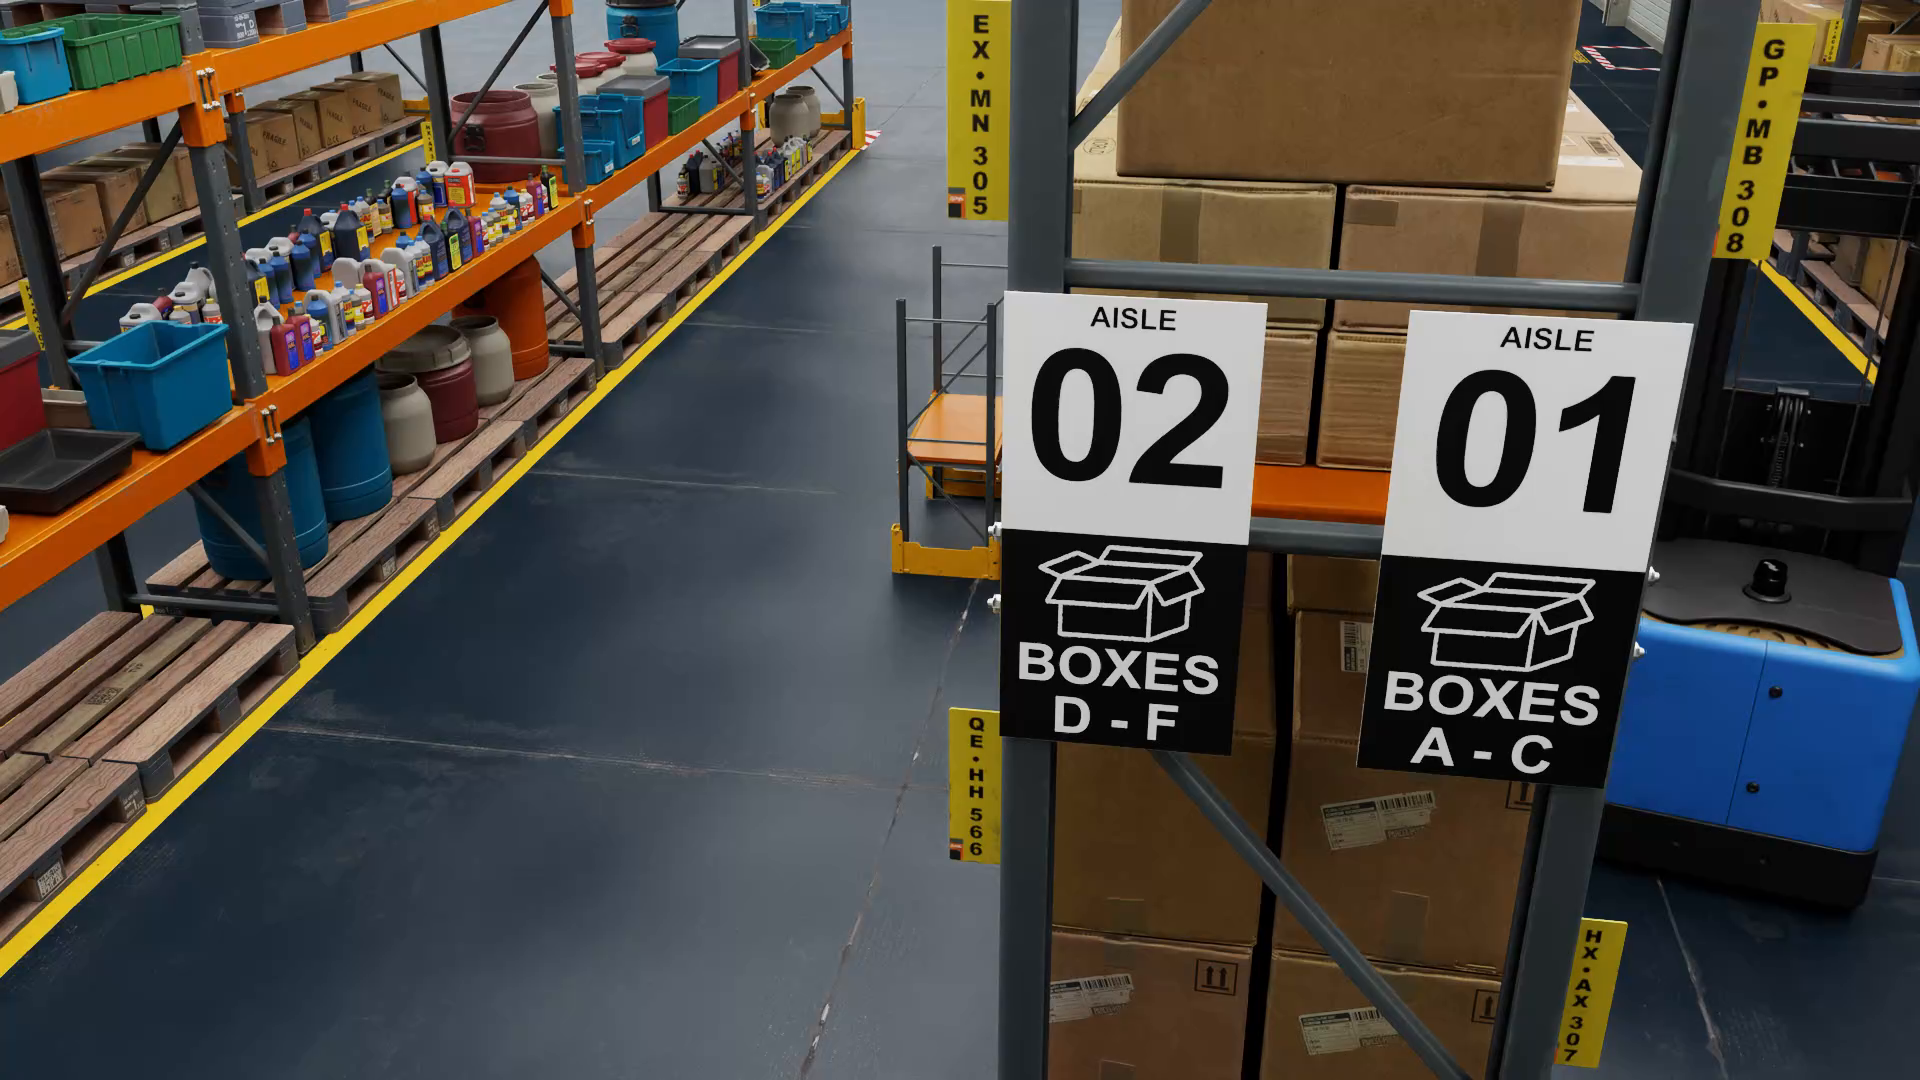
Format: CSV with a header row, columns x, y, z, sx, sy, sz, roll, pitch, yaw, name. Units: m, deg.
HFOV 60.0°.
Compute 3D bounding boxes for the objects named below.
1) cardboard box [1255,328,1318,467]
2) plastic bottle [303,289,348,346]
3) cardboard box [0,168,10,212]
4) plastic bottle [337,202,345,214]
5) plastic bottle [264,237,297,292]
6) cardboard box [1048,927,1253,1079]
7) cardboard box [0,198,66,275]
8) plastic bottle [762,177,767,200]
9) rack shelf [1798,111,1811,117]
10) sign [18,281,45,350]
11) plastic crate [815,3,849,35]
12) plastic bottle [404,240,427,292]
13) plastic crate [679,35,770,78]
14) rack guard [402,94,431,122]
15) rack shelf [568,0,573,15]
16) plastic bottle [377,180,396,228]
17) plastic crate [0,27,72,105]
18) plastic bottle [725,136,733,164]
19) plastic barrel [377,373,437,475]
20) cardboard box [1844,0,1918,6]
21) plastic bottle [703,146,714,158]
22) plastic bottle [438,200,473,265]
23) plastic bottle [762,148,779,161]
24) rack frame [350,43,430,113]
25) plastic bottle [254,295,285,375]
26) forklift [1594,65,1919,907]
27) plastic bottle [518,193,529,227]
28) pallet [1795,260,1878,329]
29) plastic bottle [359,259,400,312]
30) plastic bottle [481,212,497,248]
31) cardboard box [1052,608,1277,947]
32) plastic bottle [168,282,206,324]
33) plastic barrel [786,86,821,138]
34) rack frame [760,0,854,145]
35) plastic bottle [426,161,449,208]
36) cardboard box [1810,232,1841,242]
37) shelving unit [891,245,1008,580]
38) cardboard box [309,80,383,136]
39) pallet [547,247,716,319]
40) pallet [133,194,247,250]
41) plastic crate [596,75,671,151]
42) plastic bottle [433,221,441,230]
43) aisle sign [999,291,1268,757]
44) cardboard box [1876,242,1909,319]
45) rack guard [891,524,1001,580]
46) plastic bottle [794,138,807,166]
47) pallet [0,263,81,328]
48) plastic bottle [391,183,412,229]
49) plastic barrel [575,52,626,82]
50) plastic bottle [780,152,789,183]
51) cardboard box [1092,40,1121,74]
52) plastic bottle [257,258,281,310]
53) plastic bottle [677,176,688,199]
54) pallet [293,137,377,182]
x,y,z,sx,sy,sz,roll,pitch,yaw,name
0.399,-0.360,3.120,0.500,0.250,0.500,4,25,9,cardboard box
-3.146,-1.118,8.247,0.152,0.276,0.135,4,25,9,plastic bottle
-7.734,-2.782,13.200,0.500,0.250,0.500,7,26,14,cardboard box
-3.627,-1.836,9.771,0.061,0.283,0.133,4,25,9,plastic bottle
-3.710,-1.502,9.068,0.152,0.276,0.135,4,25,9,plastic bottle
0.379,0.912,3.646,0.500,0.500,0.500,5,26,10,cardboard box
-7.722,-2.452,13.380,0.700,0.500,0.500,2,25,4,cardboard box
-1.849,-3.278,15.496,0.097,0.201,0.097,0,25,0,plastic bottle
7.750,-4.025,15.158,1.077,0.370,4.000,4,25,9,rack shelf
-4.200,-1.019,7.561,0.100,0.325,0.005,4,25,9,sign
-1.483,-5.576,17.799,0.499,0.251,0.616,4,25,9,plastic crate
-2.971,-1.494,9.056,0.097,0.271,0.097,0,25,0,plastic bottle
-2.139,-4.382,15.147,0.767,0.338,0.504,4,25,9,plastic crate
-6.595,-5.052,19.454,1.175,0.500,0.348,4,25,9,rack guard
-2.677,-4.397,12.415,1.077,0.370,4.000,4,25,9,rack shelf
-3.536,-2.070,10.271,0.061,0.283,0.133,4,25,9,plastic bottle
-3.491,-1.734,6.076,0.416,0.233,0.300,4,25,9,plastic crate
-2.356,-3.957,16.864,0.097,0.271,0.097,0,25,0,plastic bottle
-3.256,-0.670,9.583,0.421,0.512,0.421,0,25,0,plastic barrel
7.882,-4.401,14.382,0.500,0.500,0.500,5,25,10,cardboard box
-2.445,-3.704,16.232,0.144,0.351,0.185,4,25,8,plastic bottle
-2.903,-1.765,9.540,0.144,0.351,0.185,4,25,9,plastic bottle
-1.859,-3.731,16.377,0.152,0.276,0.135,4,25,9,plastic bottle
-6.583,-6.216,18.992,1.000,3.000,0.127,4,25,9,rack frame
-3.274,-0.974,7.850,0.144,0.351,0.185,4,25,9,plastic bottle
3.436,-0.563,6.996,1.130,2.935,3.031,10,27,20,forklift
-2.740,-2.054,10.335,0.097,0.201,0.097,0,25,0,plastic bottle
7.298,-1.925,13.114,1.003,0.211,1.213,4,25,9,pallet
-3.055,-1.353,8.748,0.152,0.276,0.135,4,25,9,plastic bottle
-2.819,-1.851,9.900,0.097,0.201,0.097,0,25,0,plastic bottle
0.376,0.460,3.432,0.500,0.500,0.500,4,25,8,cardboard box
-3.852,-1.138,8.290,0.152,0.276,0.135,4,25,9,plastic bottle
-1.729,-4.656,18.098,0.421,0.512,0.421,0,25,0,plastic barrel
-1.696,-5.873,18.259,1.000,3.000,0.127,4,25,9,rack frame
-3.394,-2.313,10.799,0.152,0.276,0.135,4,25,9,plastic bottle
7.481,-2.656,14.209,0.380,0.166,0.250,1,25,2,cardboard box
0.012,-0.711,9.000,0.587,1.500,1.083,4,25,9,shelving unit
-6.765,-4.762,18.339,0.500,0.500,0.500,11,27,22,cardboard box
-2.637,-2.094,13.476,1.003,0.211,1.213,4,25,9,pallet
-7.362,-2.955,15.314,1.003,0.211,1.213,4,25,9,pallet
-2.438,-3.211,12.496,0.402,0.464,0.583,4,25,9,plastic crate
-2.948,-1.669,9.415,0.061,0.283,0.133,4,25,9,plastic bottle
0.261,-0.007,2.660,0.394,0.787,0.004,4,25,9,aisle sign
7.162,-1.842,12.076,0.700,0.500,0.500,4,25,9,cardboard box
-0.069,0.063,8.820,0.587,0.250,0.087,4,25,9,rack guard
-1.632,-3.937,16.816,0.152,0.276,0.135,4,25,9,plastic bottle
-7.761,-1.934,13.133,1.003,0.211,1.213,4,25,9,pallet
-3.455,-2.066,10.278,0.097,0.271,0.097,0,25,0,plastic bottle
-2.843,-3.570,13.178,0.433,0.535,0.433,0,25,0,plastic barrel
-1.710,-3.623,16.138,0.061,0.283,0.133,5,26,11,plastic bottle
0.574,-1.004,3.906,0.500,0.250,0.500,4,25,9,cardboard box
-3.644,-1.346,8.739,0.097,0.271,0.097,0,25,0,plastic bottle
-2.598,-3.305,15.555,0.097,0.201,0.097,0,25,0,plastic bottle
-6.965,-4.076,17.708,1.003,0.211,1.213,4,25,9,pallet
